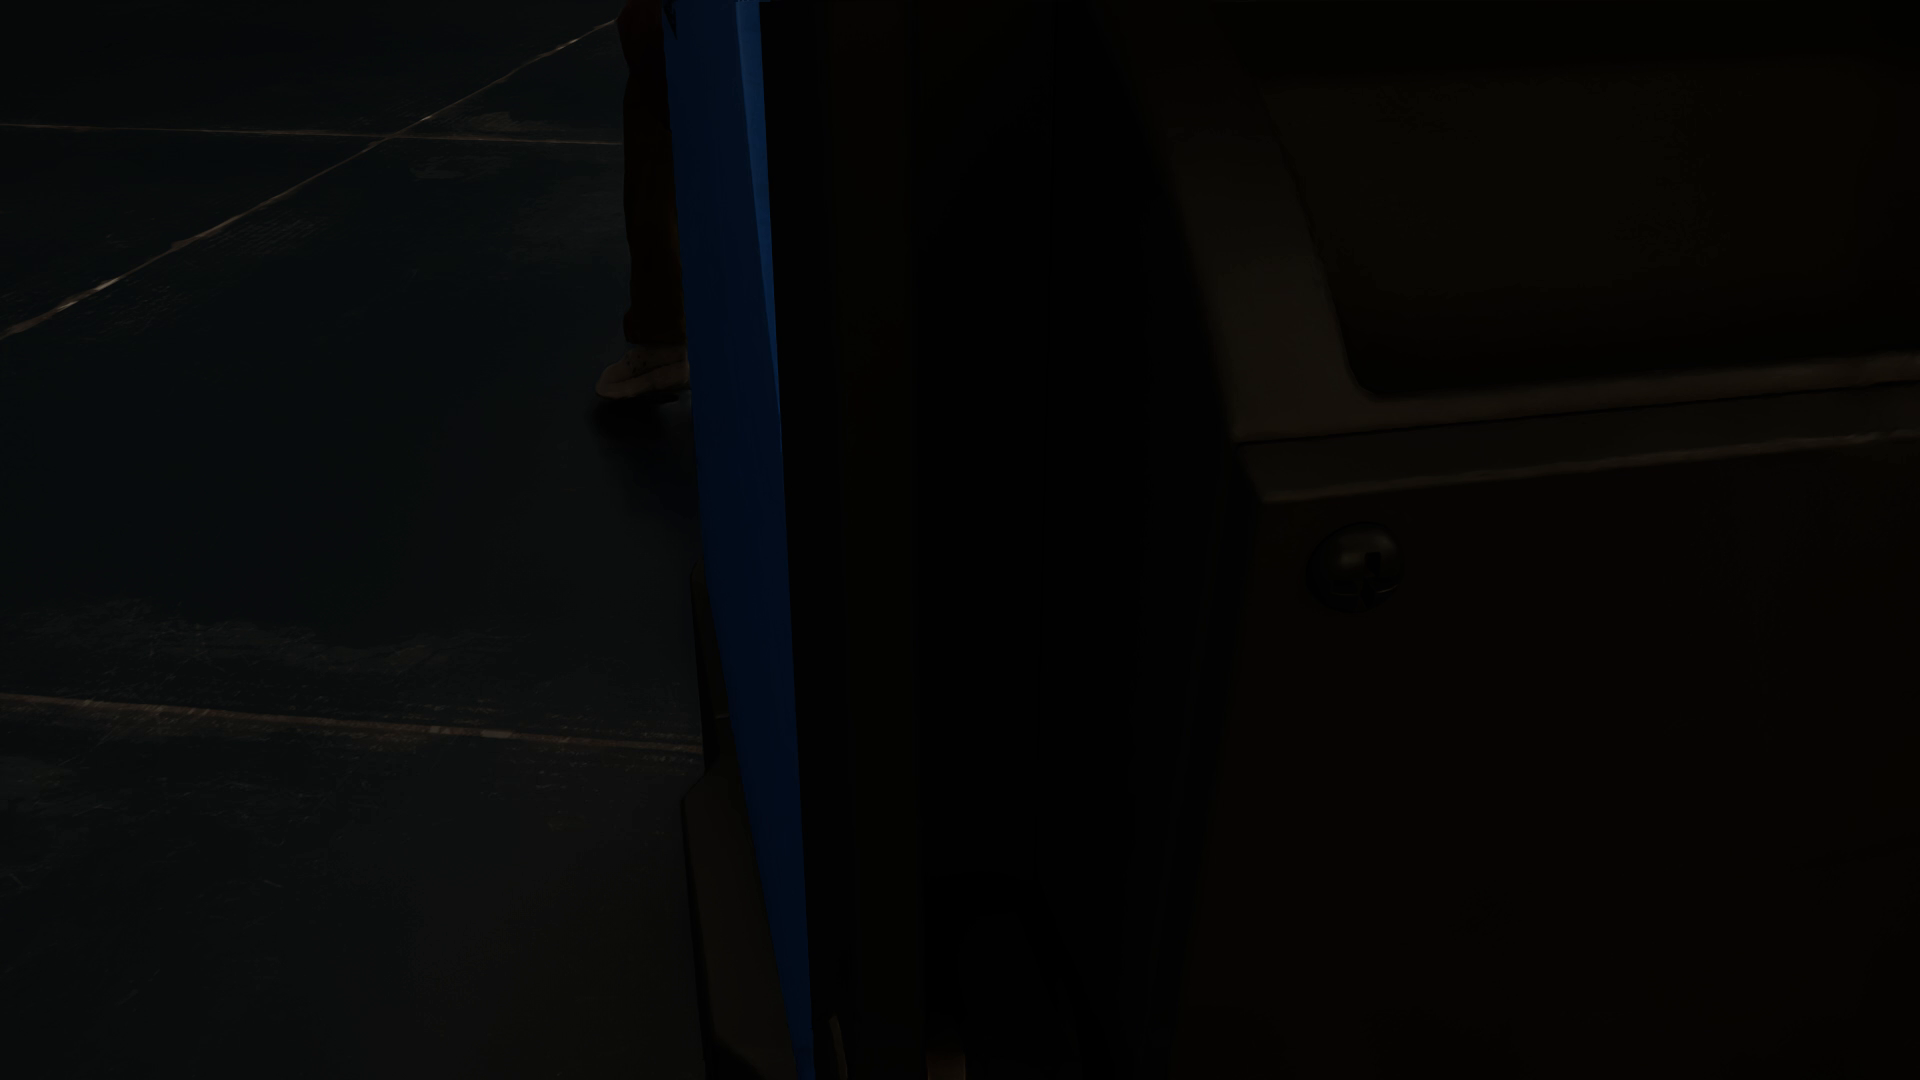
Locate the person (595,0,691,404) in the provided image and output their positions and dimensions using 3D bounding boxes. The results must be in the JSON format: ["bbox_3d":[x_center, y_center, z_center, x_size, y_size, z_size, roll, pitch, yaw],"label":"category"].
[{"bbox_3d":[-0.128,-0.880,2.539,1.070,1.537,0.766,7,27,14],"label":"person"}]
